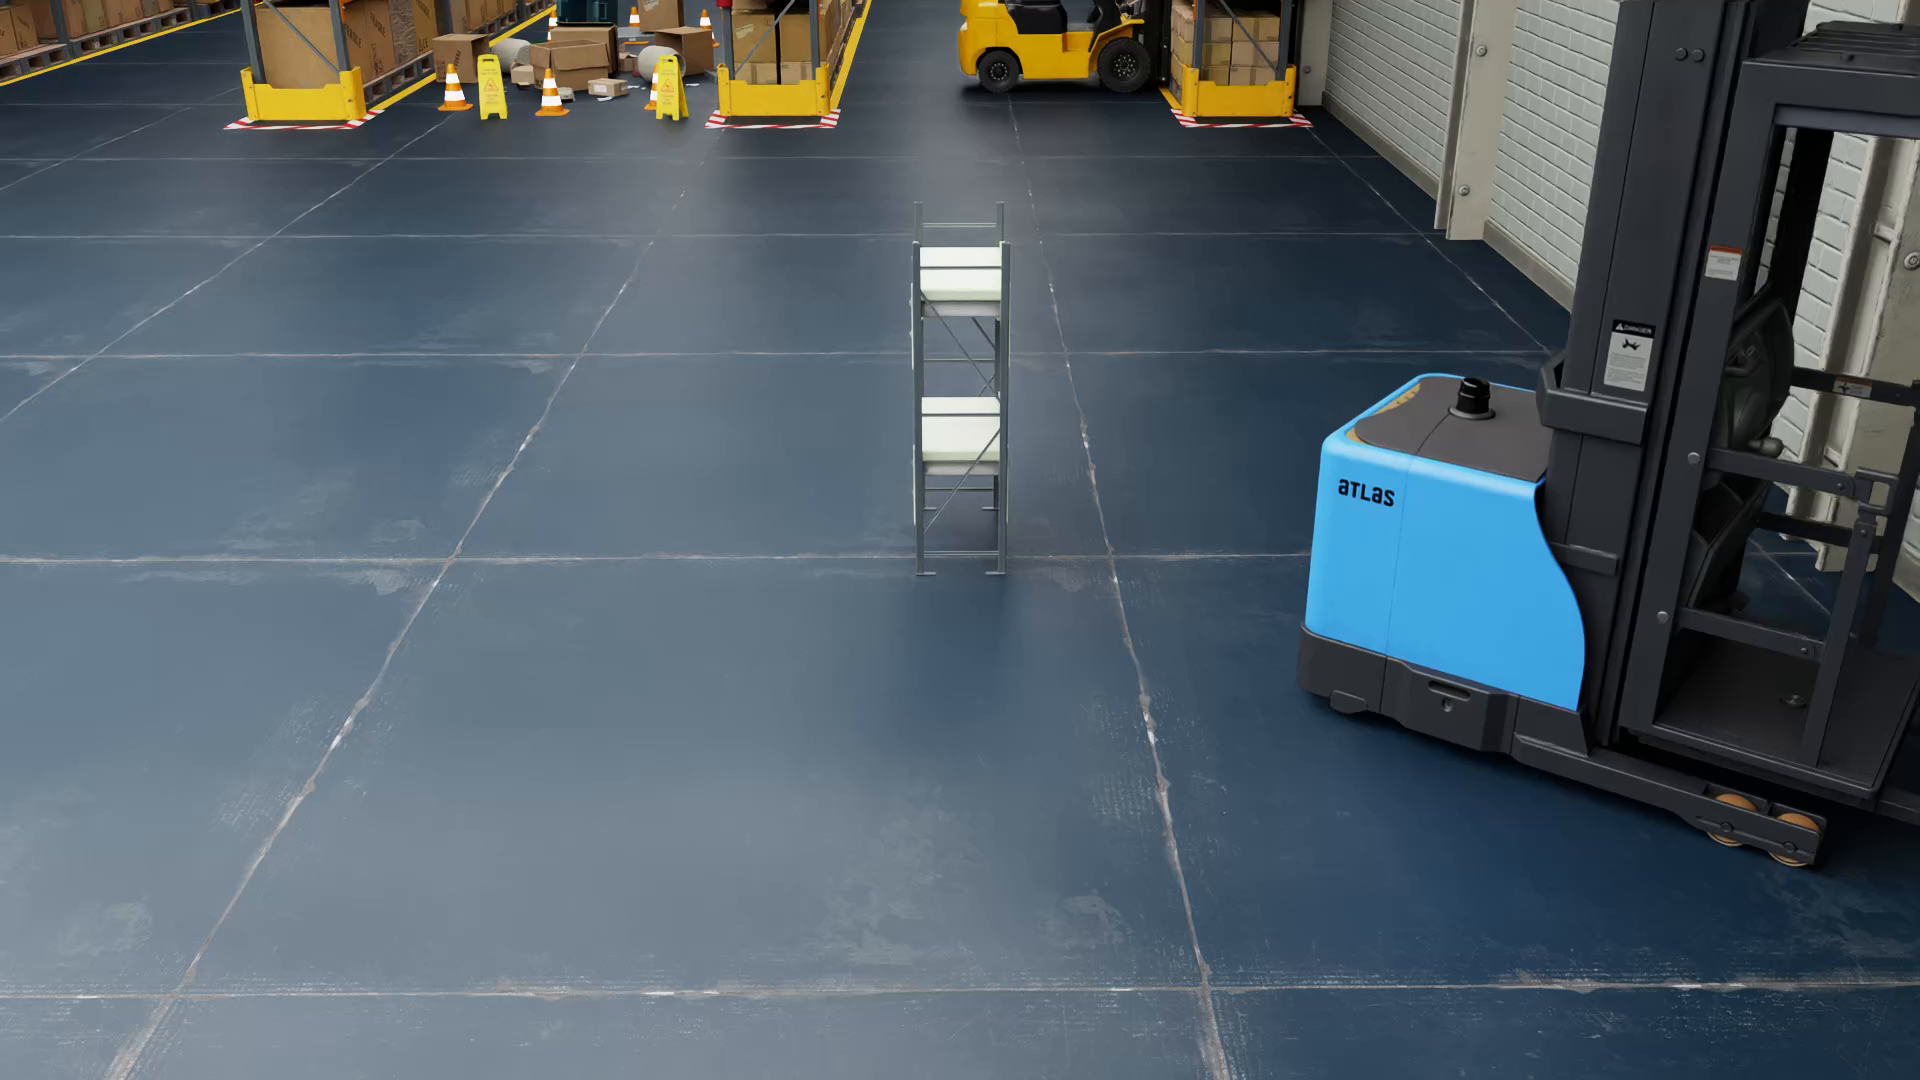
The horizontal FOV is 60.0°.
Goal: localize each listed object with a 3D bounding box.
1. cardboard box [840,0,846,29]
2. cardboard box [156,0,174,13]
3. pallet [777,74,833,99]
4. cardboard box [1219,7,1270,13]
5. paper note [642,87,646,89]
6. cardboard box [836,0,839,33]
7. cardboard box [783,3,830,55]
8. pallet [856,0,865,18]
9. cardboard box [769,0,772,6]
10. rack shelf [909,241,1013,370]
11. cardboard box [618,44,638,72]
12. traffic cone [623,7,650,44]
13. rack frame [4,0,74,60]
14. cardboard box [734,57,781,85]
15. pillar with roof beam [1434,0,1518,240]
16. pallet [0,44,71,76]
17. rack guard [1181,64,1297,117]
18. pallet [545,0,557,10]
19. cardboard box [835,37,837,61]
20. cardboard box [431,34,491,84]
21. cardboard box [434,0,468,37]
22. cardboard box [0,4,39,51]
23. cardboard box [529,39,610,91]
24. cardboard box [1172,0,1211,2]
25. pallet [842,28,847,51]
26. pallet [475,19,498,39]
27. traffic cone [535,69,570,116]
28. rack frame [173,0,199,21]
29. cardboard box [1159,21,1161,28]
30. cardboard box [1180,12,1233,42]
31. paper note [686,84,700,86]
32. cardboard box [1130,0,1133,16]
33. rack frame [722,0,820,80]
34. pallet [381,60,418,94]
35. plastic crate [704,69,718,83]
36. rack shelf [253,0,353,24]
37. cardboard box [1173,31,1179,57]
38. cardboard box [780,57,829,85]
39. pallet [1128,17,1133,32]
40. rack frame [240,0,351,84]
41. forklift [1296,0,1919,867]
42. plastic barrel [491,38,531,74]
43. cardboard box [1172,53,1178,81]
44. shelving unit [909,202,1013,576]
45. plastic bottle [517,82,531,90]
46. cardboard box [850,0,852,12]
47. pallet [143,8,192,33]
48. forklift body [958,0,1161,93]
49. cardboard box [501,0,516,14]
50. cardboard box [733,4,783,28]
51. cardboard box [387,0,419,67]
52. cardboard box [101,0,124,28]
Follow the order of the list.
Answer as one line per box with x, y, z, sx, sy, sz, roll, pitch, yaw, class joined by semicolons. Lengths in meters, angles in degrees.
-2.050;-7.093;22.472;0.950;0.372;0.625;1;24;3;cardboard box
-11.956;-7.976;24.244;0.700;0.500;0.500;-2;24;-3;cardboard box
-1.961;-5.034;18.624;1.003;0.211;1.213;0;24;-1;pallet
3.151;-5.761;18.462;0.500;0.250;0.500;0;24;0;cardboard box
-3.685;-5.269;19.388;0.032;0.001;0.123;0;24;-1;paper note
-1.748;-6.415;20.210;0.500;0.500;0.500;0;24;0;cardboard box
-1.730;-5.777;18.801;0.500;0.500;0.500;-1;24;-3;cardboard box
-2.007;-8.290;25.822;1.003;0.211;1.213;0;24;-1;pallet
-2.327;-6.098;18.722;0.380;0.149;0.250;0;24;0;cardboard box
0.000;-1.036;7.274;0.431;0.370;0.720;0;24;-1;rack shelf
-4.168;-5.996;20.684;0.258;0.266;0.396;-19;31;-36;cardboard box
-4.447;-7.050;22.777;0.336;0.463;0.334;0;24;-1;traffic cone
-11.940;-7.542;20.786;1.000;3.000;0.127;0;24;-1;rack frame
-2.265;-5.219;18.476;0.500;0.250;0.500;0;24;-1;cardboard box
-0.369;-6.495;11.190;9.100;9.000;0.400;0;24;-1;pillar with roof beam
-11.897;-5.995;20.749;1.003;0.211;1.213;0;24;-1;pallet
2.977;-4.813;17.786;1.175;0.500;0.348;0;24;-1;rack guard
-7.040;-8.724;26.783;1.003;0.211;1.213;0;24;-1;pallet
-1.739;-5.854;19.880;0.500;0.250;0.500;0;24;0;cardboard box
-5.936;-5.750;19.854;0.500;0.500;0.500;4;25;9;cardboard box
-7.076;-6.944;21.685;1.050;0.750;0.750;0;24;-1;cardboard box
-11.976;-6.429;20.850;0.500;0.500;0.500;-1;24;-2;cardboard box
-4.538;-5.513;19.330;0.797;0.503;0.637;-19;31;-36;cardboard box
2.635;-6.172;19.370;0.500;0.250;0.500;-1;24;-2;cardboard box
-2.041;-6.637;22.168;1.003;0.211;1.213;0;24;-1;pallet
-7.079;-7.074;23.134;1.003;0.211;1.213;0;24;-1;pallet
-4.388;-4.809;17.821;0.336;0.463;0.334;0;24;-1;traffic cone
-11.984;-9.190;24.430;1.000;3.000;0.127;0;24;-1;rack frame
2.631;-6.161;19.953;0.500;0.250;0.500;0;24;-1;cardboard box
2.660;-5.545;17.983;0.500;0.250;0.500;1;24;1;cardboard box
-3.142;-5.368;19.581;0.142;0.019;0.148;-9;26;-19;paper note
2.897;-7.842;23.821;0.875;0.625;0.625;1;24;1;cardboard box
-1.987;-5.938;17.240;1.000;3.000;0.127;0;24;-1;rack frame
-7.033;-5.435;19.510;1.003;0.211;1.213;0;24;-1;pallet
-2.833;-5.606;20.047;0.402;0.080;0.583;-9;26;-19;plastic crate
-6.957;-6.371;19.069;1.077;0.370;4.000;0;24;-1;rack shelf
2.664;-5.534;18.567;0.500;0.250;0.500;0;24;-1;cardboard box
-1.719;-5.211;18.458;0.500;0.250;0.500;0;24;-1;cardboard box
2.870;-7.147;23.297;1.003;0.211;1.213;0;24;-1;pallet
-6.936;-5.874;17.099;1.000;3.000;0.127;0;24;-1;rack frame
2.778;-0.524;5.352;3.031;2.935;1.130;17;29;32;forklift
-5.433;-5.888;20.256;0.512;0.421;0.421;19;30;35;plastic barrel
2.659;-5.298;18.651;0.500;0.250;0.500;0;24;-1;cardboard box
0.000;-0.681;7.435;0.431;1.500;0.755;0;24;-1;shelving unit
-5.094;-5.300;19.394;0.133;0.061;0.283;-9;26;-19;plastic bottle
-2.078;-7.996;24.469;0.950;0.372;0.625;-2;24;-4;cardboard box
-11.977;-7.598;24.293;1.003;0.211;1.213;0;24;-1;pallet
1.131;-6.349;19.177;2.313;2.155;1.214;0;24;-1;forklift body
-7.106;-8.086;24.209;1.050;0.750;0.750;-1;24;-1;cardboard box
-2.266;-5.763;18.768;0.500;0.500;0.500;1;24;1;cardboard box
-7.029;-6.115;19.699;0.875;0.875;0.875;0;24;0;cardboard box
-11.918;-7.284;22.714;0.700;0.500;0.500;-2;24;-5;cardboard box
